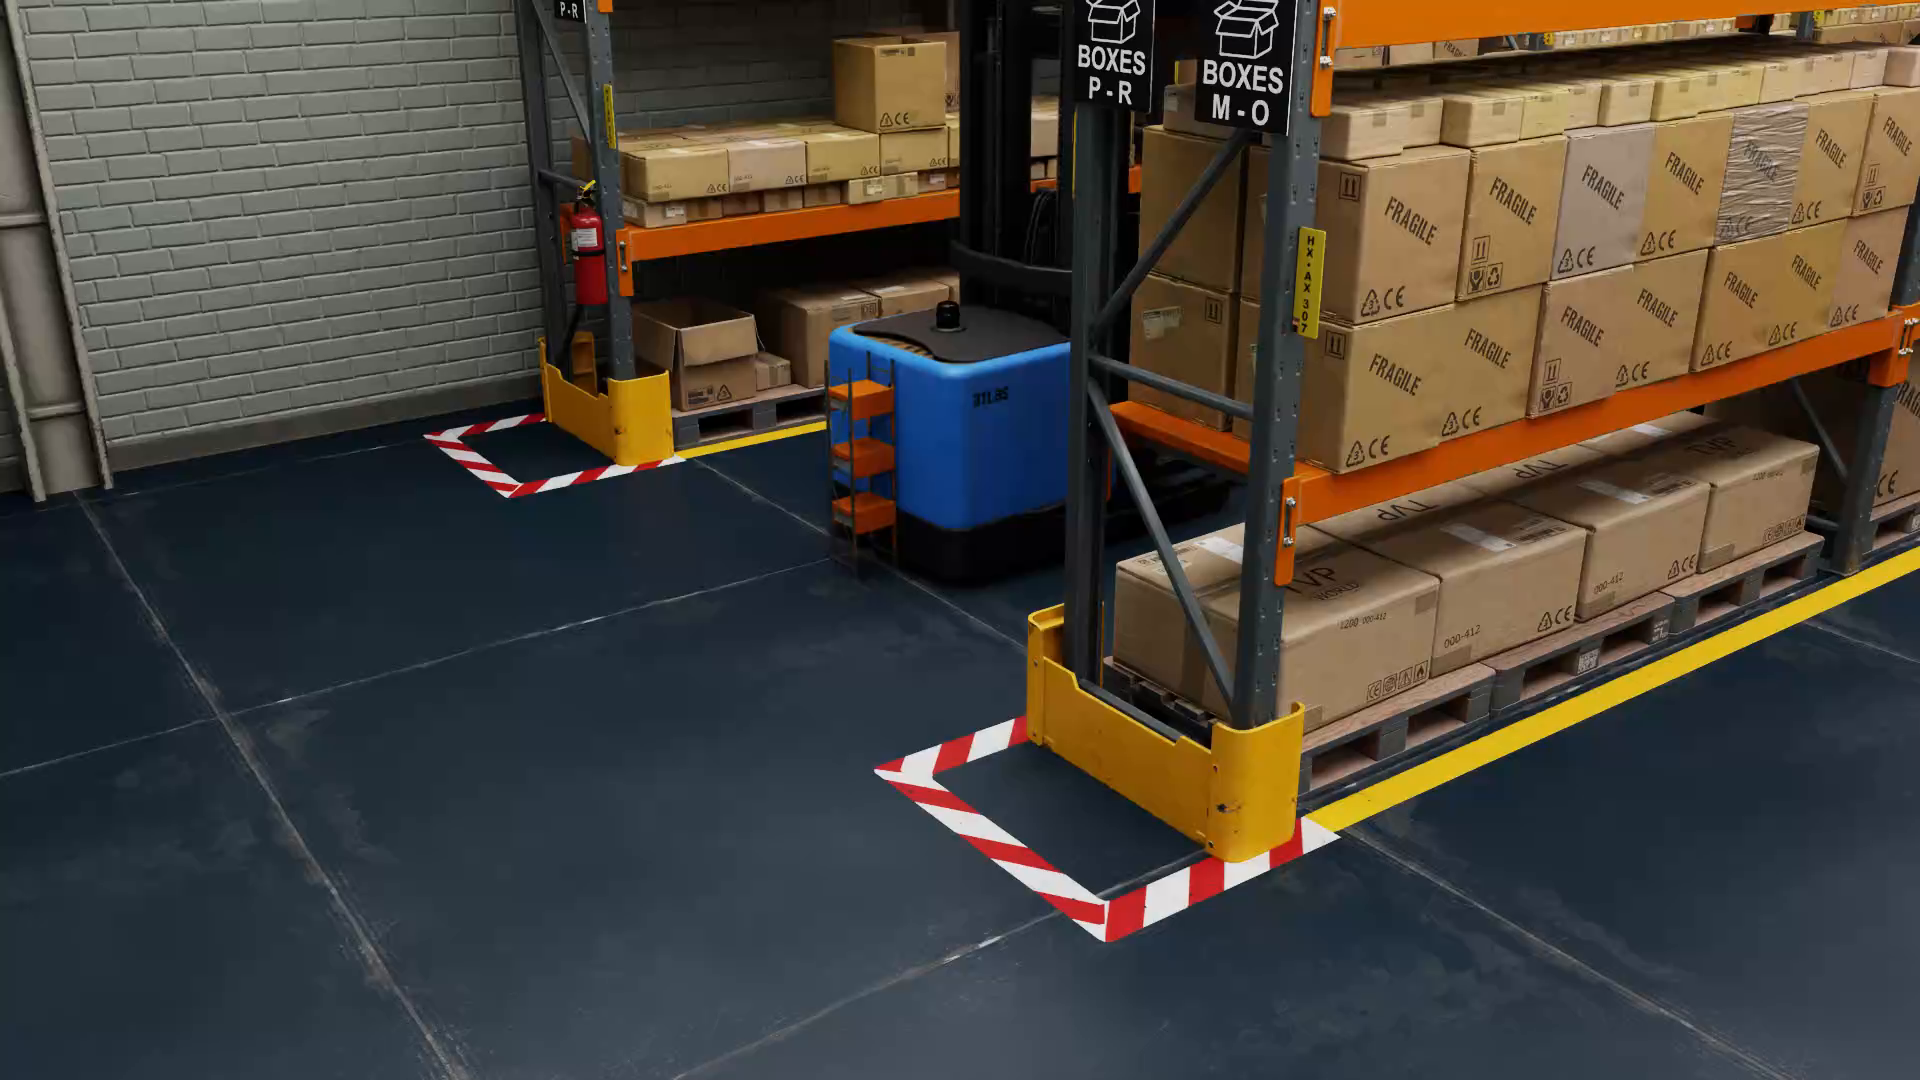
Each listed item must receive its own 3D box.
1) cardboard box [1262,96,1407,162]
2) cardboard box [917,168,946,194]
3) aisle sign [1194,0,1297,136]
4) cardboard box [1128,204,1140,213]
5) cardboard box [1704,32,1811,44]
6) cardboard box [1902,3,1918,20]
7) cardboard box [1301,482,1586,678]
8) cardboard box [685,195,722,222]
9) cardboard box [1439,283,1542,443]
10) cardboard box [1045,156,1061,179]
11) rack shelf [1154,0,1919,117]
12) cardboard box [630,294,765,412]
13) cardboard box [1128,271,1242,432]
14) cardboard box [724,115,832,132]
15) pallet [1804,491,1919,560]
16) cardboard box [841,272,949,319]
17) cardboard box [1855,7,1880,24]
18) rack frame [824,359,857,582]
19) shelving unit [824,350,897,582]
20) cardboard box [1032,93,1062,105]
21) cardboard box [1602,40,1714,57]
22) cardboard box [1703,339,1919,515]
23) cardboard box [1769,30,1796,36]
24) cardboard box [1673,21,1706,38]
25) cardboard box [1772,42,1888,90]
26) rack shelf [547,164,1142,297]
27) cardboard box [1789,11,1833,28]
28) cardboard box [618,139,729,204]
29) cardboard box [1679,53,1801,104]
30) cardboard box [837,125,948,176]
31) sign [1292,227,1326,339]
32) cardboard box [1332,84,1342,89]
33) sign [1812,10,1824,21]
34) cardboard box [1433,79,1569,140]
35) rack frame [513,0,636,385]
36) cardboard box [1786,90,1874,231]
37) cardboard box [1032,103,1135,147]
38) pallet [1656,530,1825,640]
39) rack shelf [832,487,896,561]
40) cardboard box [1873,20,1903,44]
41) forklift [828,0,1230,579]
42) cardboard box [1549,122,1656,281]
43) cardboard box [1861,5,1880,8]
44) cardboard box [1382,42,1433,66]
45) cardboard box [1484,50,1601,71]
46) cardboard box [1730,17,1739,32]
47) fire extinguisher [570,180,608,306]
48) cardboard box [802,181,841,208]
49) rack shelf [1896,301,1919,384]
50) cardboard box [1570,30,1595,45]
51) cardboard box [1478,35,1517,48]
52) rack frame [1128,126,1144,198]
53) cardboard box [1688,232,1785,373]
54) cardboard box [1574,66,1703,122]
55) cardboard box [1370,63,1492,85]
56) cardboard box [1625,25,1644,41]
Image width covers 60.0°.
[{"bbox_3d":[1.182,-1.310,5.273,0.250,0.149,0.380,-14,26,-32],"label":"cardboard box"},{"bbox_3d":[-0.297,-2.272,10.383,0.250,0.149,0.380,-15,26,-33],"label":"cardboard box"},{"bbox_3d":[0.843,-1.609,4.874,0.004,0.787,0.394,-15,26,-33],"label":"aisle sign"},{"bbox_3d":[1.208,-2.365,12.206,0.250,0.149,0.380,-16,27,-35],"label":"cardboard box"},{"bbox_3d":[3.572,-2.192,7.483,0.250,0.149,0.380,-15,26,-34],"label":"cardboard box"},{"bbox_3d":[9.251,-5.261,16.522,0.250,0.149,0.380,-16,27,-34],"label":"cardboard box"},{"bbox_3d":[1.948,0.117,6.947,0.875,0.438,0.875,-14,26,-31],"label":"cardboard box"},{"bbox_3d":[-1.563,-1.938,9.544,0.250,0.149,0.380,-14,26,-32],"label":"cardboard box"},{"bbox_3d":[1.684,-0.686,5.934,0.500,0.500,0.500,-15,26,-34],"label":"cardboard box"},{"bbox_3d":[0.571,-2.475,10.890,0.250,0.149,0.380,-14,26,-31],"label":"cardboard box"},{"bbox_3d":[2.356,-1.996,6.276,4.000,0.370,1.077,-15,26,-33],"label":"rack shelf"},{"bbox_3d":[-1.618,-1.136,9.999,0.637,0.503,0.797,-16,27,-35],"label":"cardboard box"},{"bbox_3d":[0.969,-0.735,6.056,0.500,0.500,0.500,-15,26,-33],"label":"cardboard box"},{"bbox_3d":[-1.127,-2.462,10.320,0.500,0.250,0.500,-14,26,-31],"label":"cardboard box"},{"bbox_3d":[4.562,-0.265,8.775,1.213,0.211,1.003,-15,26,-33],"label":"pallet"},{"bbox_3d":[-0.413,-1.393,10.645,0.500,0.500,0.500,-14,26,-32],"label":"cardboard box"},{"bbox_3d":[8.632,-5.084,16.080,0.250,0.149,0.380,-14,26,-32],"label":"cardboard box"},{"bbox_3d":[-0.558,-0.316,7.771,0.008,1.050,0.200,-17,27,-37],"label":"rack frame"},{"bbox_3d":[-0.464,-0.345,7.844,0.252,1.050,0.215,-17,27,-37],"label":"shelving unit"},{"bbox_3d":[0.518,-2.905,11.431,0.500,0.250,0.500,-15,26,-33],"label":"cardboard box"},{"bbox_3d":[2.952,-2.028,7.073,0.250,0.149,0.380,-15,26,-33],"label":"cardboard box"},{"bbox_3d":[4.436,-0.737,8.496,0.875,0.875,0.875,-14,26,-31],"label":"cardboard box"},{"bbox_3d":[7.322,-4.574,15.339,0.500,0.250,0.500,-16,27,-34],"label":"cardboard box"},{"bbox_3d":[6.234,-4.435,14.454,0.250,0.149,0.380,-16,27,-34],"label":"cardboard box"},{"bbox_3d":[3.638,-1.996,6.991,0.250,0.149,0.380,-14,26,-32],"label":"cardboard box"},{"bbox_3d":[-0.546,-2.096,10.572,4.000,0.370,1.077,-15,26,-33],"label":"rack shelf"},{"bbox_3d":[7.984,-4.932,15.699,0.250,0.149,0.380,-15,26,-34],"label":"cardboard box"},{"bbox_3d":[-1.644,-2.083,9.369,0.500,0.250,0.500,-15,26,-33],"label":"cardboard box"},{"bbox_3d":[3.053,-1.819,6.549,0.250,0.149,0.380,-15,26,-33],"label":"cardboard box"},{"bbox_3d":[-0.422,-2.420,10.214,0.500,0.250,0.500,-16,27,-34],"label":"cardboard box"},{"bbox_3d":[1.052,-0.775,5.017,0.005,0.325,0.100,-15,26,-33],"label":"sign"},{"bbox_3d":[1.099,-1.517,5.791,0.250,0.149,0.380,-14,26,-32],"label":"cardboard box"},{"bbox_3d":[7.896,-4.934,15.259,0.005,0.325,0.100,-15,26,-33],"label":"sign"},{"bbox_3d":[1.835,-1.472,5.680,0.250,0.149,0.380,-16,27,-35],"label":"cardboard box"},{"bbox_3d":[-2.169,-1.997,9.354,0.127,3.000,1.000,-15,26,-33],"label":"rack frame"},{"bbox_3d":[3.341,-1.589,6.846,0.500,0.500,0.500,-15,26,-34],"label":"cardboard box"},{"bbox_3d":[0.807,-2.748,11.036,0.500,0.250,0.500,-14,26,-32],"label":"cardboard box"},{"bbox_3d":[3.316,0.066,7.946,1.213,0.211,1.003,-15,26,-33],"label":"pallet"},{"bbox_3d":[-0.464,-0.077,7.951,0.240,0.259,0.215,-17,27,-37],"label":"rack shelf"},{"bbox_3d":[8.908,-4.886,16.459,0.500,0.500,0.500,-15,26,-33],"label":"cardboard box"},{"bbox_3d":[0.800,-1.609,8.473,3.031,2.935,1.130,-17,27,-37],"label":"forklift"},{"bbox_3d":[2.117,-1.261,6.026,0.500,0.500,0.500,-15,26,-33],"label":"cardboard box"},{"bbox_3d":[8.634,-5.226,16.035,0.250,0.149,0.380,-14,26,-32],"label":"cardboard box"},{"bbox_3d":[3.107,-3.563,12.571,0.637,0.503,0.797,-16,27,-34],"label":"cardboard box"},{"bbox_3d":[2.324,-1.868,6.671,0.250,0.149,0.380,-15,26,-33],"label":"cardboard box"},{"bbox_3d":[6.859,-4.606,14.882,0.250,0.149,0.380,-16,27,-34],"label":"cardboard box"},{"bbox_3d":[-2.019,-1.617,9.009,0.183,0.674,0.296,-15,26,-33],"label":"fire extinguisher"},{"bbox_3d":[-0.917,-2.101,9.952,0.250,0.149,0.380,-14,26,-32],"label":"cardboard box"},{"bbox_3d":[5.603,-1.469,9.001,4.000,0.370,1.077,-15,26,-33],"label":"rack shelf"},{"bbox_3d":[4.971,-4.115,13.651,0.250,0.149,0.380,-14,26,-32],"label":"cardboard box"},{"bbox_3d":[4.470,-4.208,13.883,0.250,0.149,0.380,-14,26,-31],"label":"cardboard box"},{"bbox_3d":[1.078,-2.863,11.523,0.127,3.000,1.000,-15,26,-33],"label":"rack frame"},{"bbox_3d":[2.938,-1.013,6.753,0.500,0.500,0.500,-15,26,-34],"label":"cardboard box"},{"bbox_3d":[2.466,-1.633,6.083,0.250,0.149,0.380,-16,27,-34],"label":"cardboard box"},{"bbox_3d":[1.741,-1.675,6.188,0.250,0.149,0.380,-15,26,-33],"label":"cardboard box"},{"bbox_3d":[5.556,-4.302,14.120,0.250,0.149,0.380,-15,26,-32],"label":"cardboard box"}]
